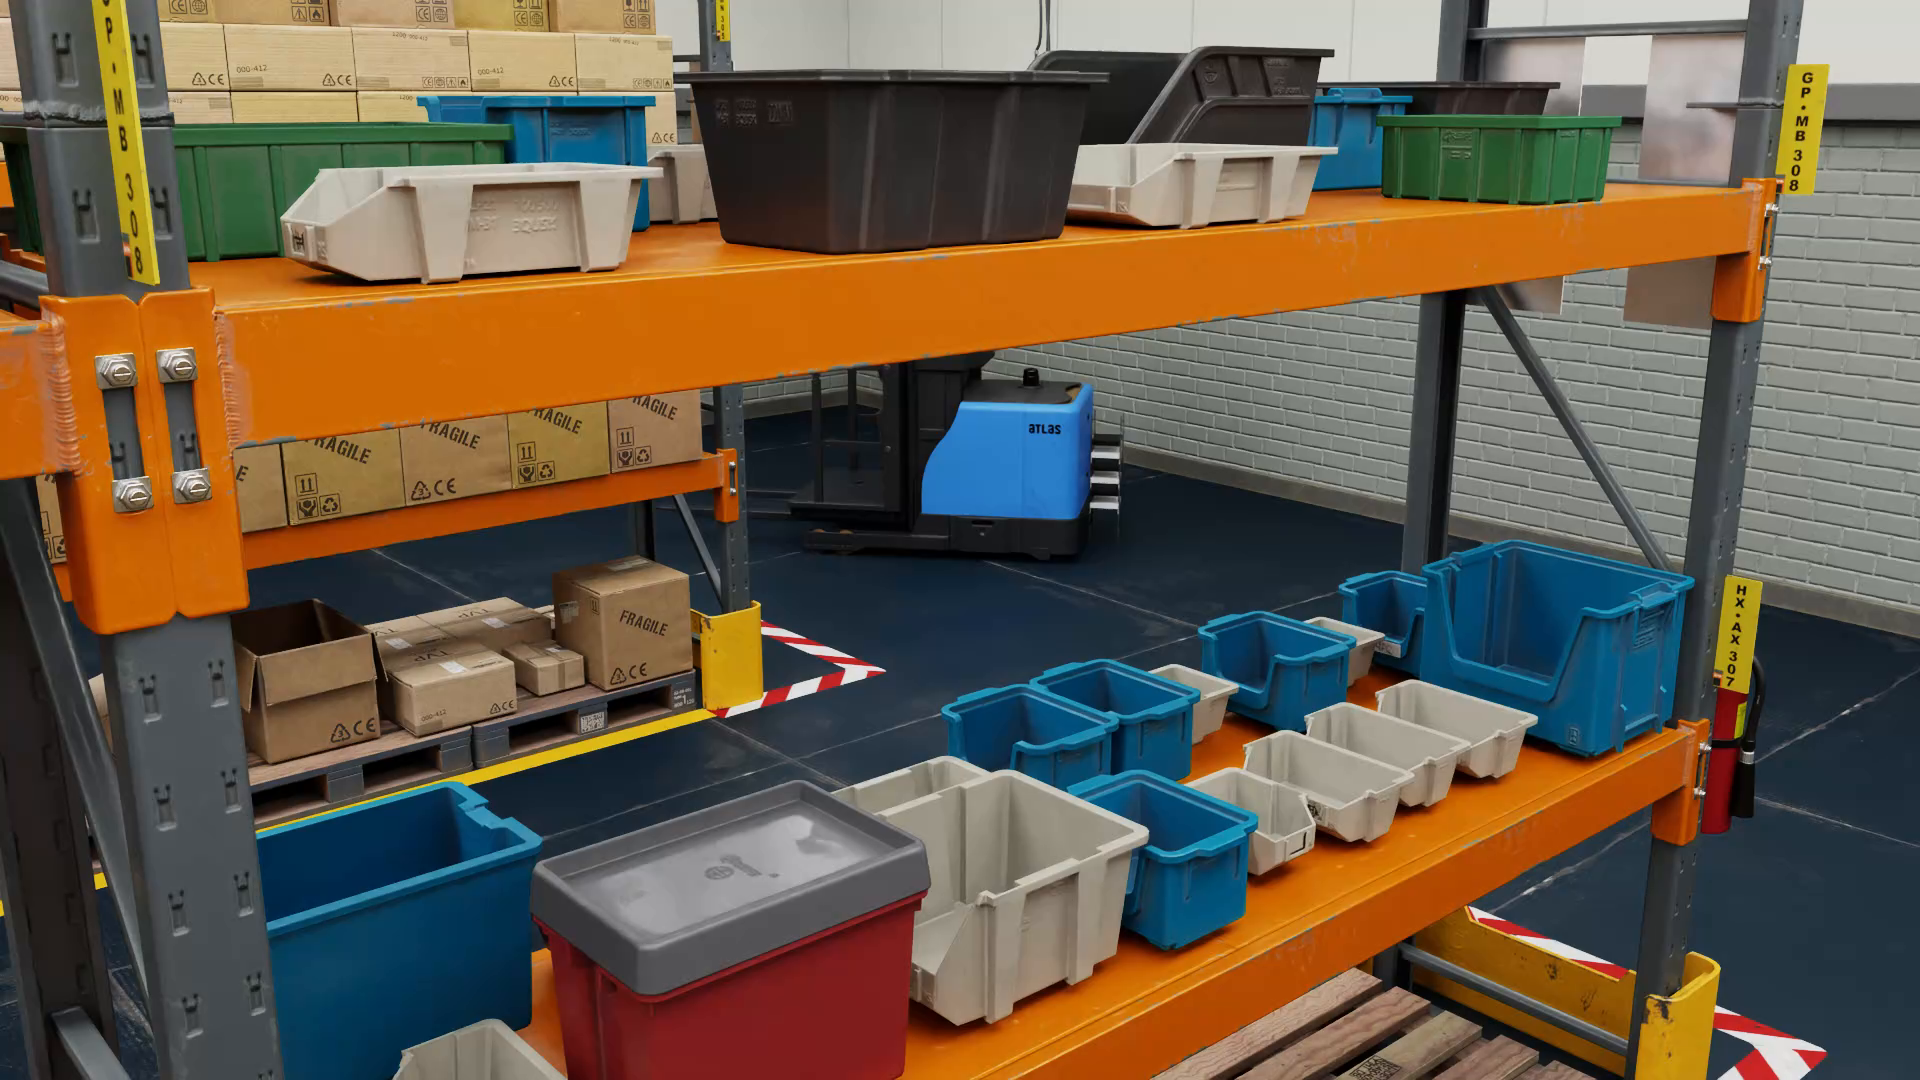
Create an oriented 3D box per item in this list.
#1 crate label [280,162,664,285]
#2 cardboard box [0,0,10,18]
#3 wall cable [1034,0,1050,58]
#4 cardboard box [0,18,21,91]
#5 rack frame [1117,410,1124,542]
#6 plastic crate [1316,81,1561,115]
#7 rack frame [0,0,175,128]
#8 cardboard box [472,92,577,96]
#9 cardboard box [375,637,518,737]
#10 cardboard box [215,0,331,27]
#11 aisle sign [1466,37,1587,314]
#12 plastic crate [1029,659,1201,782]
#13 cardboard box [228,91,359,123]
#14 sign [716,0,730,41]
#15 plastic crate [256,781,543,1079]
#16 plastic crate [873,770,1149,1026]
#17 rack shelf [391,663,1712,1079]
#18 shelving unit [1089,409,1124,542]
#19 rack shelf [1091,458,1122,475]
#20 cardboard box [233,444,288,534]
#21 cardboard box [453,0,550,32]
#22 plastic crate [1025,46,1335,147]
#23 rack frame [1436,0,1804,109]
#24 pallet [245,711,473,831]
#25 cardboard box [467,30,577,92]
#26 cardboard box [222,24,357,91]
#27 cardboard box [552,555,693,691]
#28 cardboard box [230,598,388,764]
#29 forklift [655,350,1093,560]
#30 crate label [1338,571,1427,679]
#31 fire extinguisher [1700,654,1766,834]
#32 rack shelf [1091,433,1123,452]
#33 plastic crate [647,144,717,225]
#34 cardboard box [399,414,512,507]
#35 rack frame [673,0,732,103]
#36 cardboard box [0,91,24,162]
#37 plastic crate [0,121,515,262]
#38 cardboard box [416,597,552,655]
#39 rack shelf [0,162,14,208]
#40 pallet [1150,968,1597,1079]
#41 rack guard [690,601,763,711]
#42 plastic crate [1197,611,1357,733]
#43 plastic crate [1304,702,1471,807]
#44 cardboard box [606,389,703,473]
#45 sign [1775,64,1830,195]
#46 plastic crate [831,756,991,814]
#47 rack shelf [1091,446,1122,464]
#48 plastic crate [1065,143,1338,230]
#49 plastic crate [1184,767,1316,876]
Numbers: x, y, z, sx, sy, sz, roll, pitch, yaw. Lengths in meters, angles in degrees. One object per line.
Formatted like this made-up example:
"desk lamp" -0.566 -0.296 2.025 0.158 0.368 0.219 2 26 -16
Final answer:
"crate label" -0.666 -0.433 2.257 0.466 0.136 0.293 -13 19 -39
"cardboard box" -3.661 -2.177 6.143 0.500 0.500 0.700 -13 19 -39
"wall cable" -0.209 -3.978 15.220 0.112 2.526 3.097 -13 19 -39
"cardboard box" -3.568 -1.787 6.136 0.500 0.250 0.500 -13 19 -39
"rack frame" 1.133 -0.453 11.704 0.006 0.900 0.240 3 15 10
"plastic crate" 1.319 -1.137 4.636 0.590 0.269 0.497 -13 19 -39
"rack frame" -1.225 -1.983 1.736 0.127 3.000 1.000 -13 19 -39
"cardboard box" -2.055 -1.883 7.464 0.500 0.250 0.500 -13 19 -39
"cardboard box" -2.441 0.684 7.852 0.500 0.250 0.500 -13 19 -39
"cardboard box" -3.011 -2.377 6.893 0.500 0.500 0.700 -13 19 -39
"aisle sign" 1.652 -1.088 4.973 0.004 0.787 0.394 -13 19 -39
"plastic crate" 0.397 0.491 4.309 0.300 0.233 0.416 -13 19 -39
"cardboard box" -2.811 -1.714 6.833 0.500 0.250 0.500 -13 19 -39
"sign" -1.107 -2.493 7.741 0.005 0.325 0.100 -13 19 -39
"plastic crate" -1.096 0.749 3.049 0.575 0.384 0.392 -13 19 -39
"plastic crate" 0.048 0.721 3.352 0.530 0.282 0.437 -13 19 -39
"rack shelf" 0.284 0.924 3.871 4.000 0.370 1.077 -13 19 -39
"shelving unit" 1.033 -0.458 11.721 0.210 0.900 0.258 3 15 10
"rack shelf" 1.033 -0.513 11.707 0.200 0.077 0.258 3 15 10
"cardboard box" -3.147 -0.303 6.877 0.500 0.500 0.500 -13 20 -40
"cardboard box" -2.265 -2.549 7.537 0.500 0.500 0.700 -13 19 -39
"plastic crate" 0.460 -0.976 3.899 0.767 0.338 0.504 -13 19 -39
"rack frame" 1.793 -2.660 4.273 0.127 3.000 1.000 -13 19 -39
"pallet" -3.034 0.974 7.695 1.213 0.211 1.003 -13 19 -39
"cardboard box" -2.053 -2.124 7.398 0.500 0.250 0.500 -13 19 -39
"cardboard box" -2.806 -1.954 6.762 0.500 0.250 0.500 -13 19 -39
"cardboard box" -1.704 0.408 8.401 0.500 0.500 0.500 -13 19 -39
"cardboard box" -3.060 0.625 7.583 0.637 0.503 0.797 -13 19 -39
"forklift" -0.613 -1.445 11.480 3.031 2.935 1.130 3 15 10
"crate label" 1.390 0.268 5.144 0.303 0.233 0.416 -13 19 -39
"fire extinguisher" 2.205 0.518 4.869 0.183 0.674 0.296 -13 19 -39
"rack shelf" 1.033 -0.687 11.660 0.200 0.077 0.258 3 15 10
"plastic crate" -0.515 -0.696 3.241 0.466 0.136 0.293 -13 19 -39
"cardboard box" -2.384 -0.474 7.520 0.500 0.500 0.500 -12 19 -39
"rack frame" -1.456 -3.625 7.885 0.127 3.000 1.000 -13 19 -39
"cardboard box" -3.564 -1.544 6.197 0.500 0.250 0.500 -13 19 -39
"plastic crate" -1.104 -0.562 2.639 0.662 0.188 0.450 -13 19 -39
"cardboard box" -2.430 0.510 8.502 0.500 0.250 0.500 -13 19 -39
"rack shelf" -2.965 -1.490 7.097 4.000 0.370 1.077 -13 19 -39
"pallet" 1.145 1.717 4.912 1.213 0.211 1.003 -13 19 -39
"rack guard" -1.513 0.493 8.934 0.348 0.500 1.175 -13 19 -39
"plastic crate" 0.894 0.379 4.727 0.300 0.233 0.416 -13 19 -39
"plastic crate" 1.068 0.556 4.251 0.243 0.136 0.396 -13 19 -39
"cardboard box" -1.615 -0.646 8.164 0.500 0.500 0.500 -12 19 -38
"sign" 2.166 -1.056 4.283 0.005 0.325 0.100 -13 19 -39
"plastic crate" -0.108 0.660 3.860 0.466 0.136 0.293 -13 19 -39
"rack shelf" 1.033 -0.600 11.683 0.200 0.077 0.258 3 15 10
"plastic crate" 0.397 -0.686 3.202 0.530 0.136 0.437 -13 19 -39
"plastic crate" 0.663 0.662 3.855 0.250 0.136 0.298 -13 19 -39
